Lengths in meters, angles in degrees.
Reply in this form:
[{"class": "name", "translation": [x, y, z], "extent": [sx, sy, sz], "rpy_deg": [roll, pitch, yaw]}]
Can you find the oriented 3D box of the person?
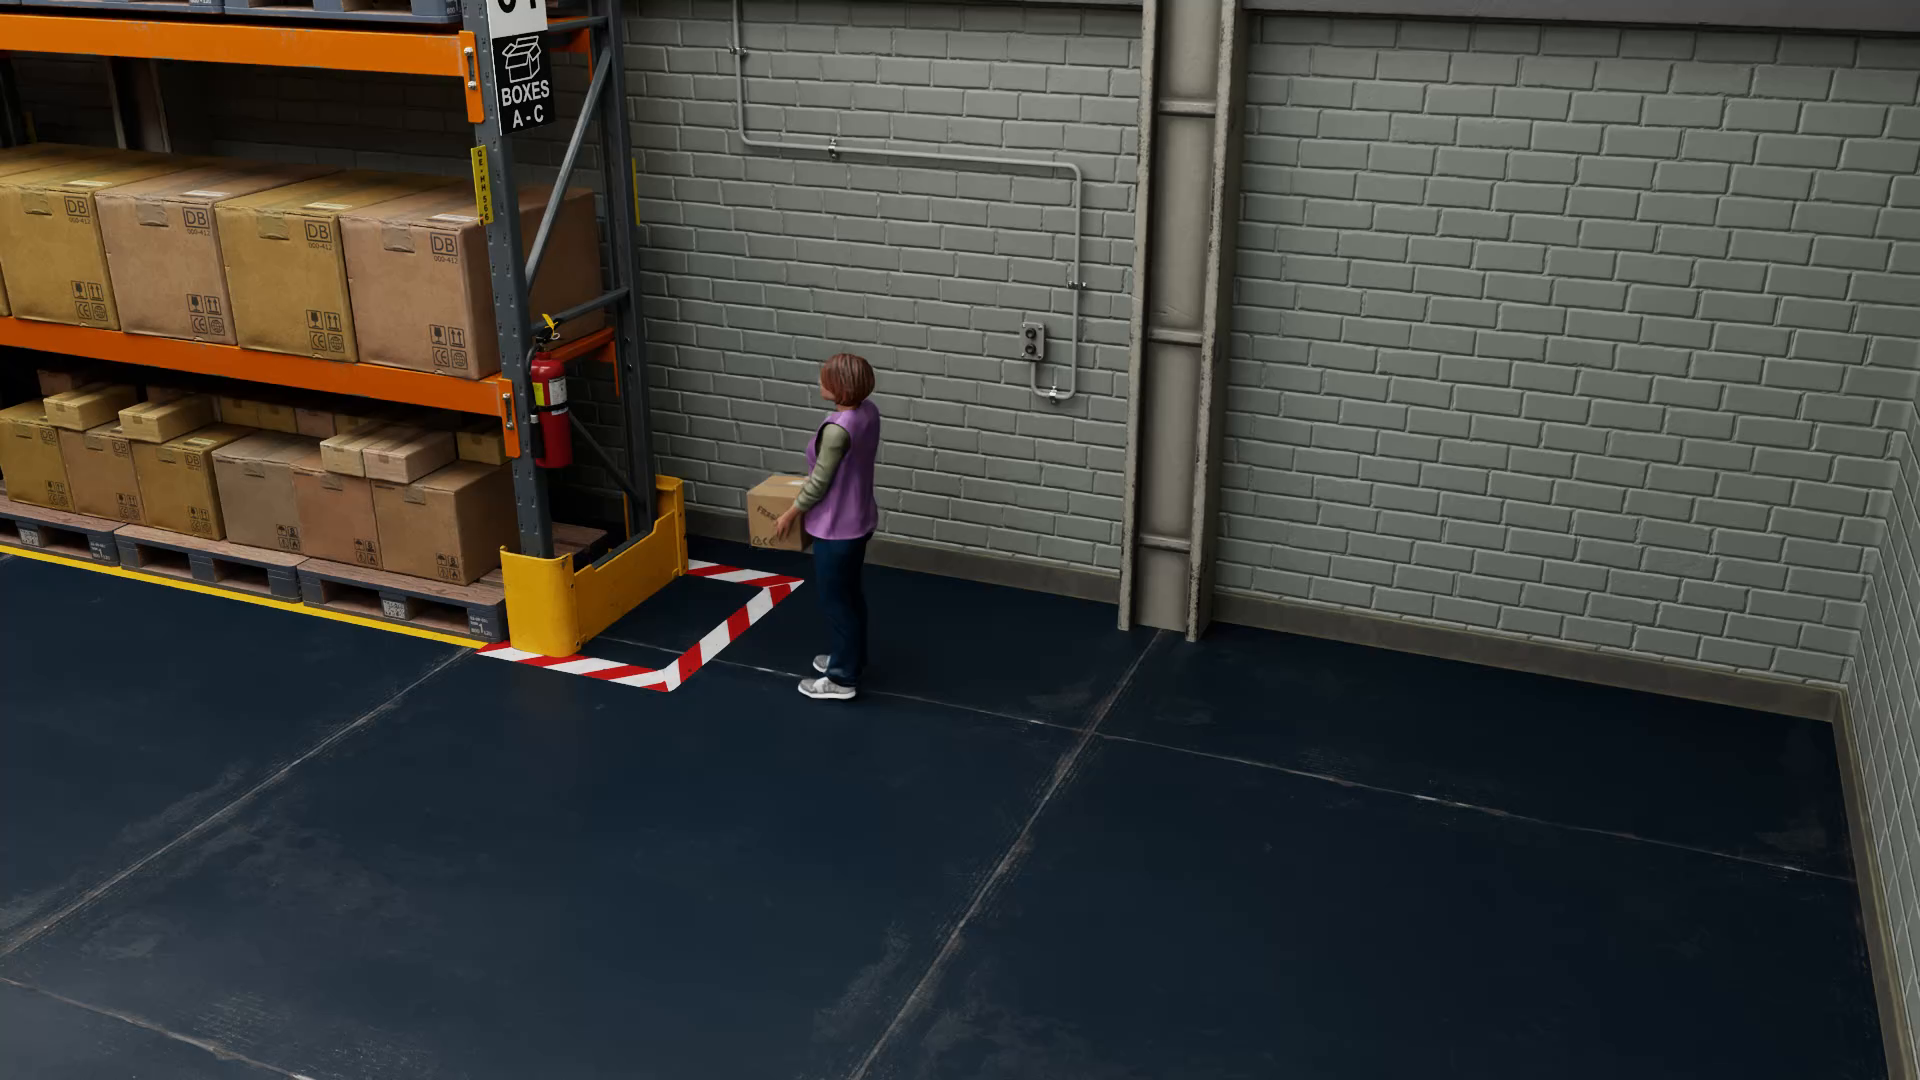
[{"class": "person", "translation": [-0.562, -0.057, 7.232], "extent": [0.431, 1.602, 0.452], "rpy_deg": [8, 24, 18]}]
